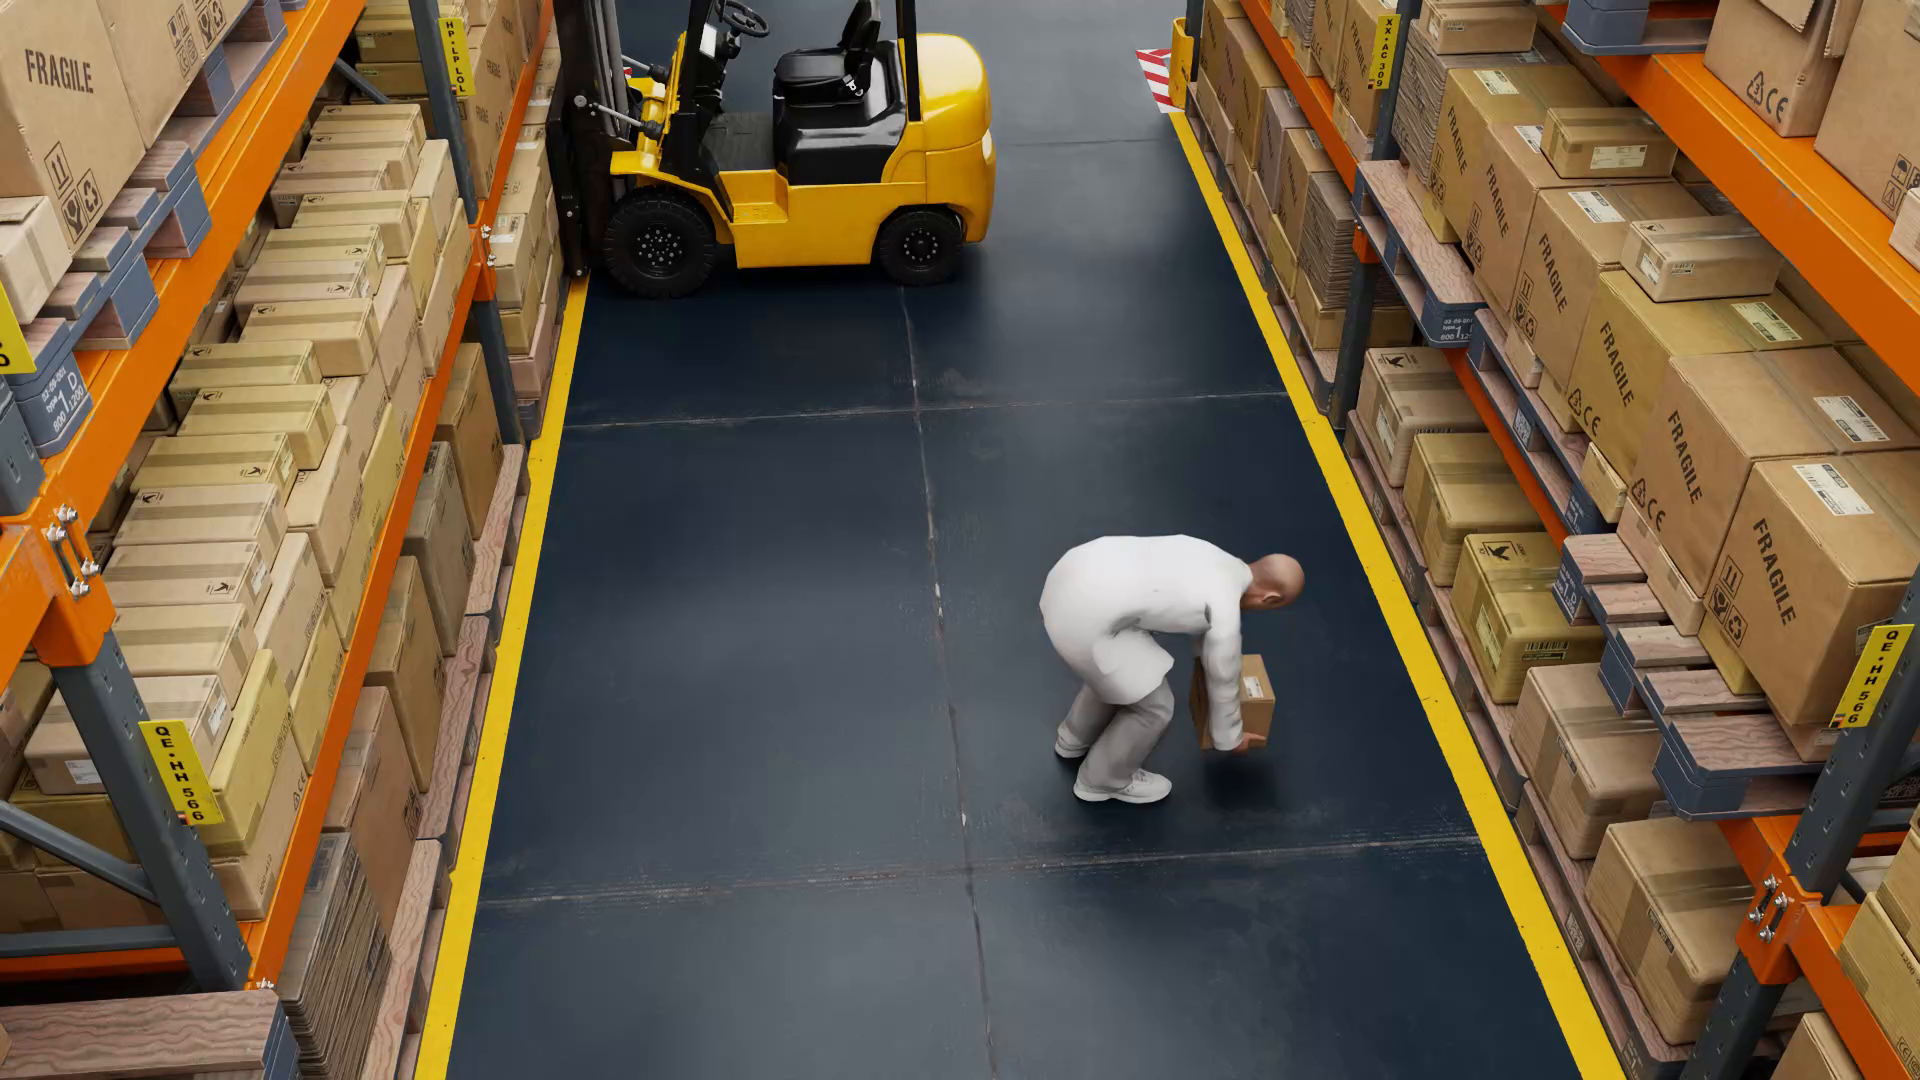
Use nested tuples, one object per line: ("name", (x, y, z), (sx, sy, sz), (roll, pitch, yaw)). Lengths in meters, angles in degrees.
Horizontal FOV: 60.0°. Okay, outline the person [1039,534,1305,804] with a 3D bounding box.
("person", (0.762, 0.468, 6.149), (0.950, 1.066, 0.573), (-5, 39, -6))
